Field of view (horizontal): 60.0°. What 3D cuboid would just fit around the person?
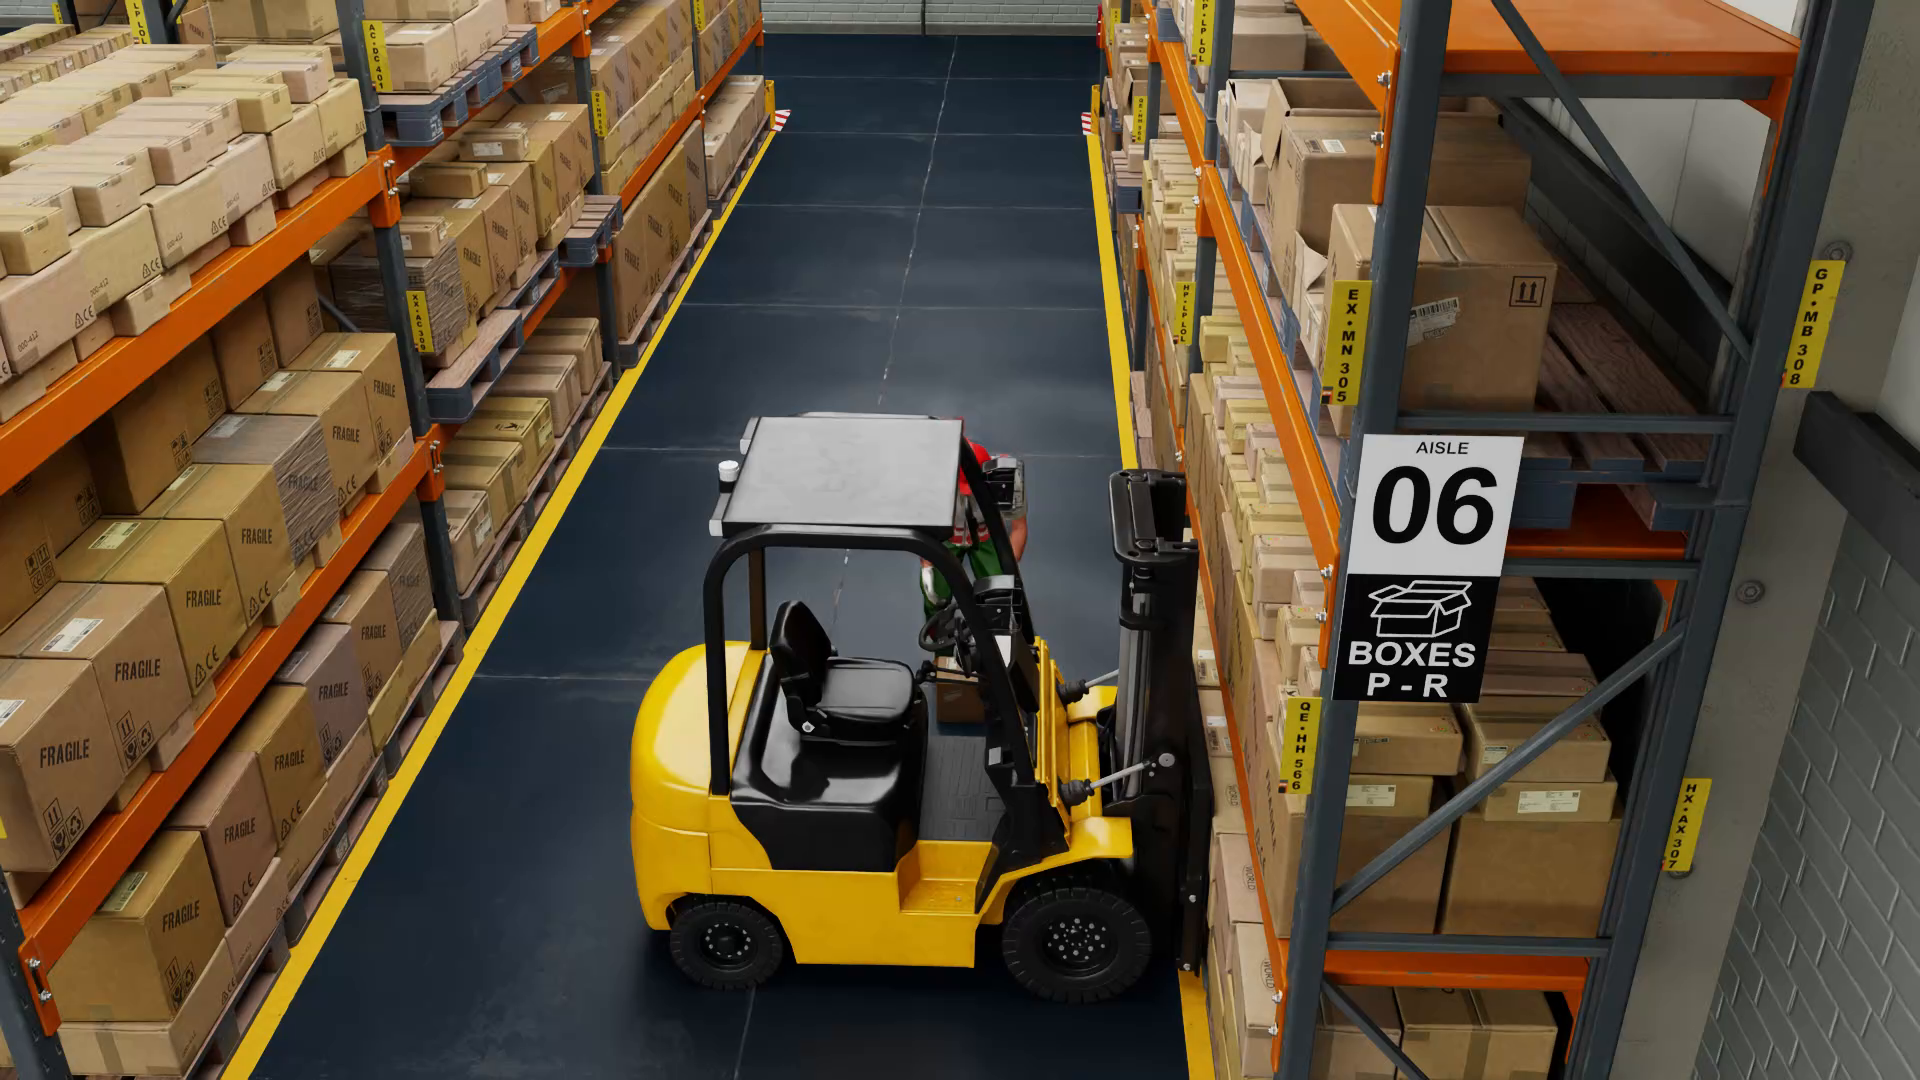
[{"bbox_3d":[0.066,0.072,8.799,0.582,1.471,0.731,1,28,2],"label":"person"}]
